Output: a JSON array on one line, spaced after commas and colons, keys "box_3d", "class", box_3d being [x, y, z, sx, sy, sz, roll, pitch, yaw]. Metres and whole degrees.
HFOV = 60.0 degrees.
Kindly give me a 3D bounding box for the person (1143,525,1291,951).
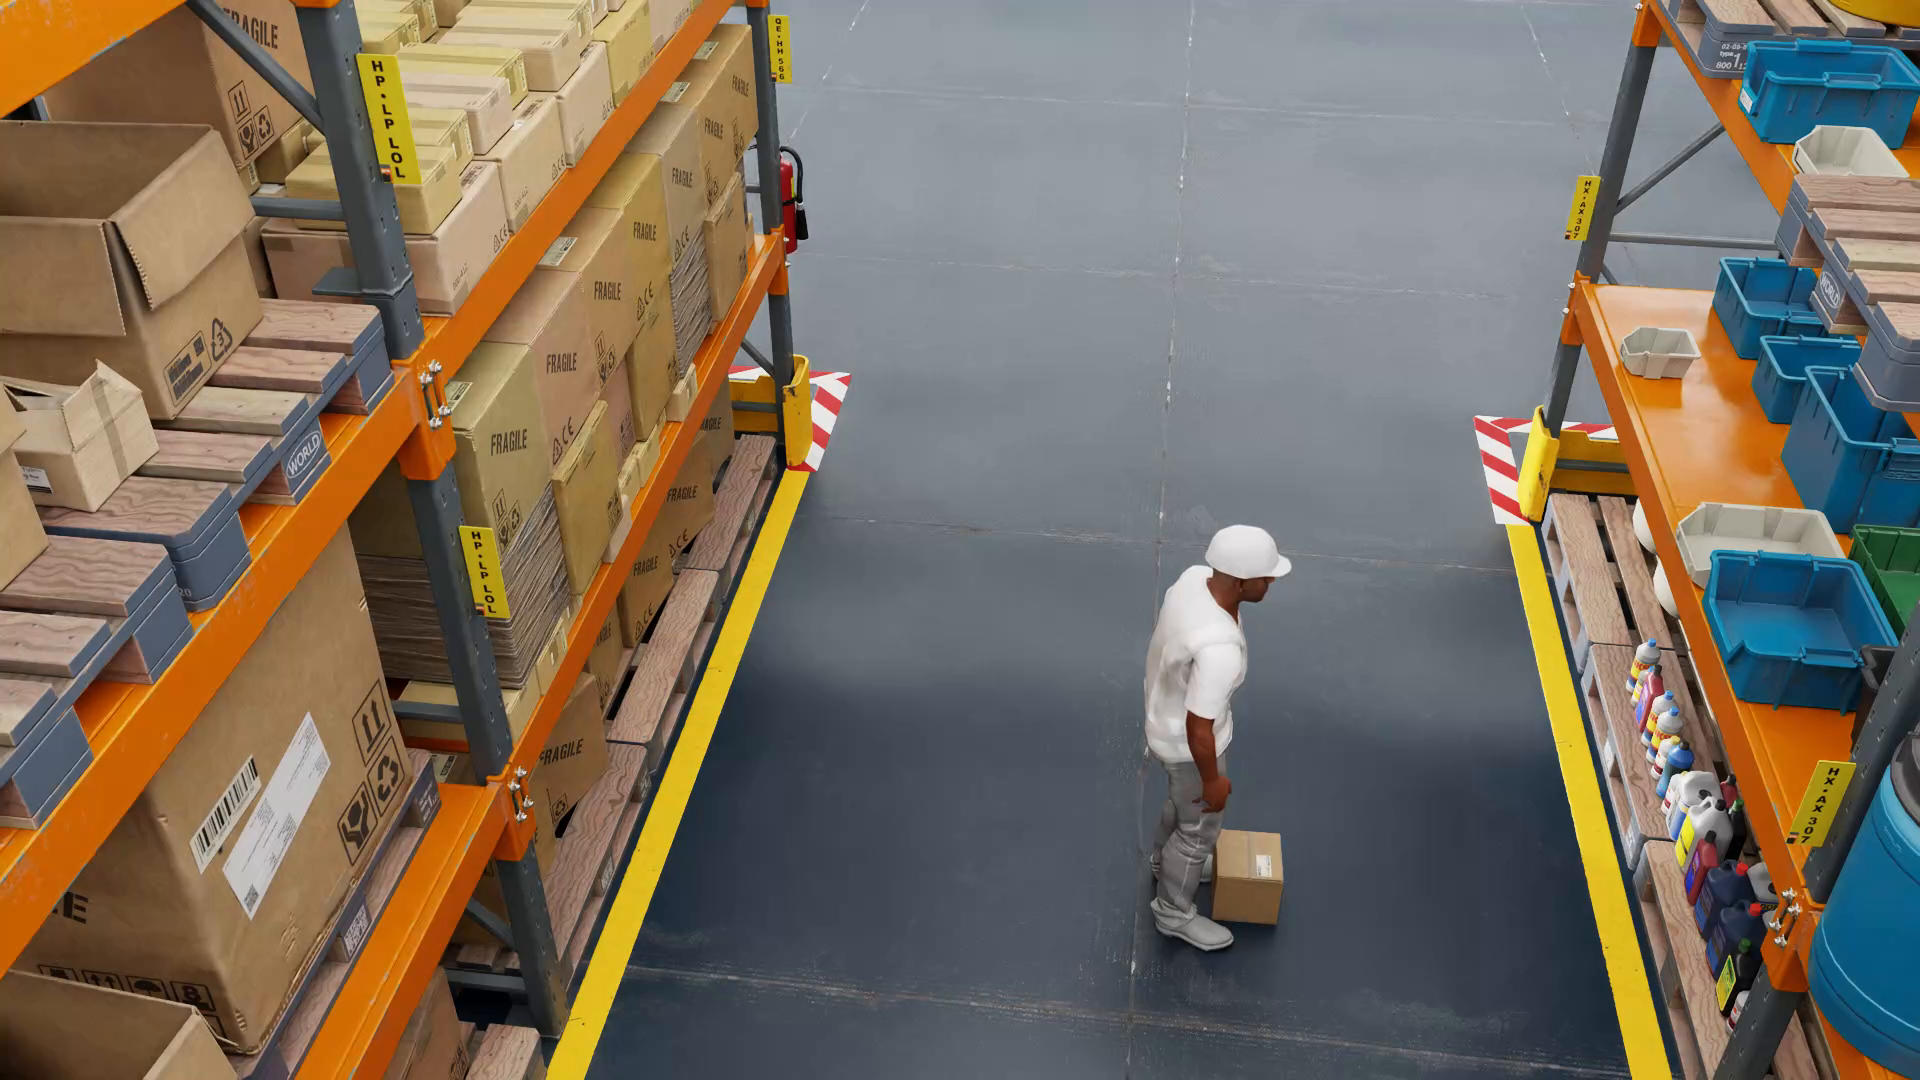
[{"box_3d": [0.894, 0.688, 6.076, 0.462, 1.759, 0.633, 2, 36, 3], "class": "person"}]
